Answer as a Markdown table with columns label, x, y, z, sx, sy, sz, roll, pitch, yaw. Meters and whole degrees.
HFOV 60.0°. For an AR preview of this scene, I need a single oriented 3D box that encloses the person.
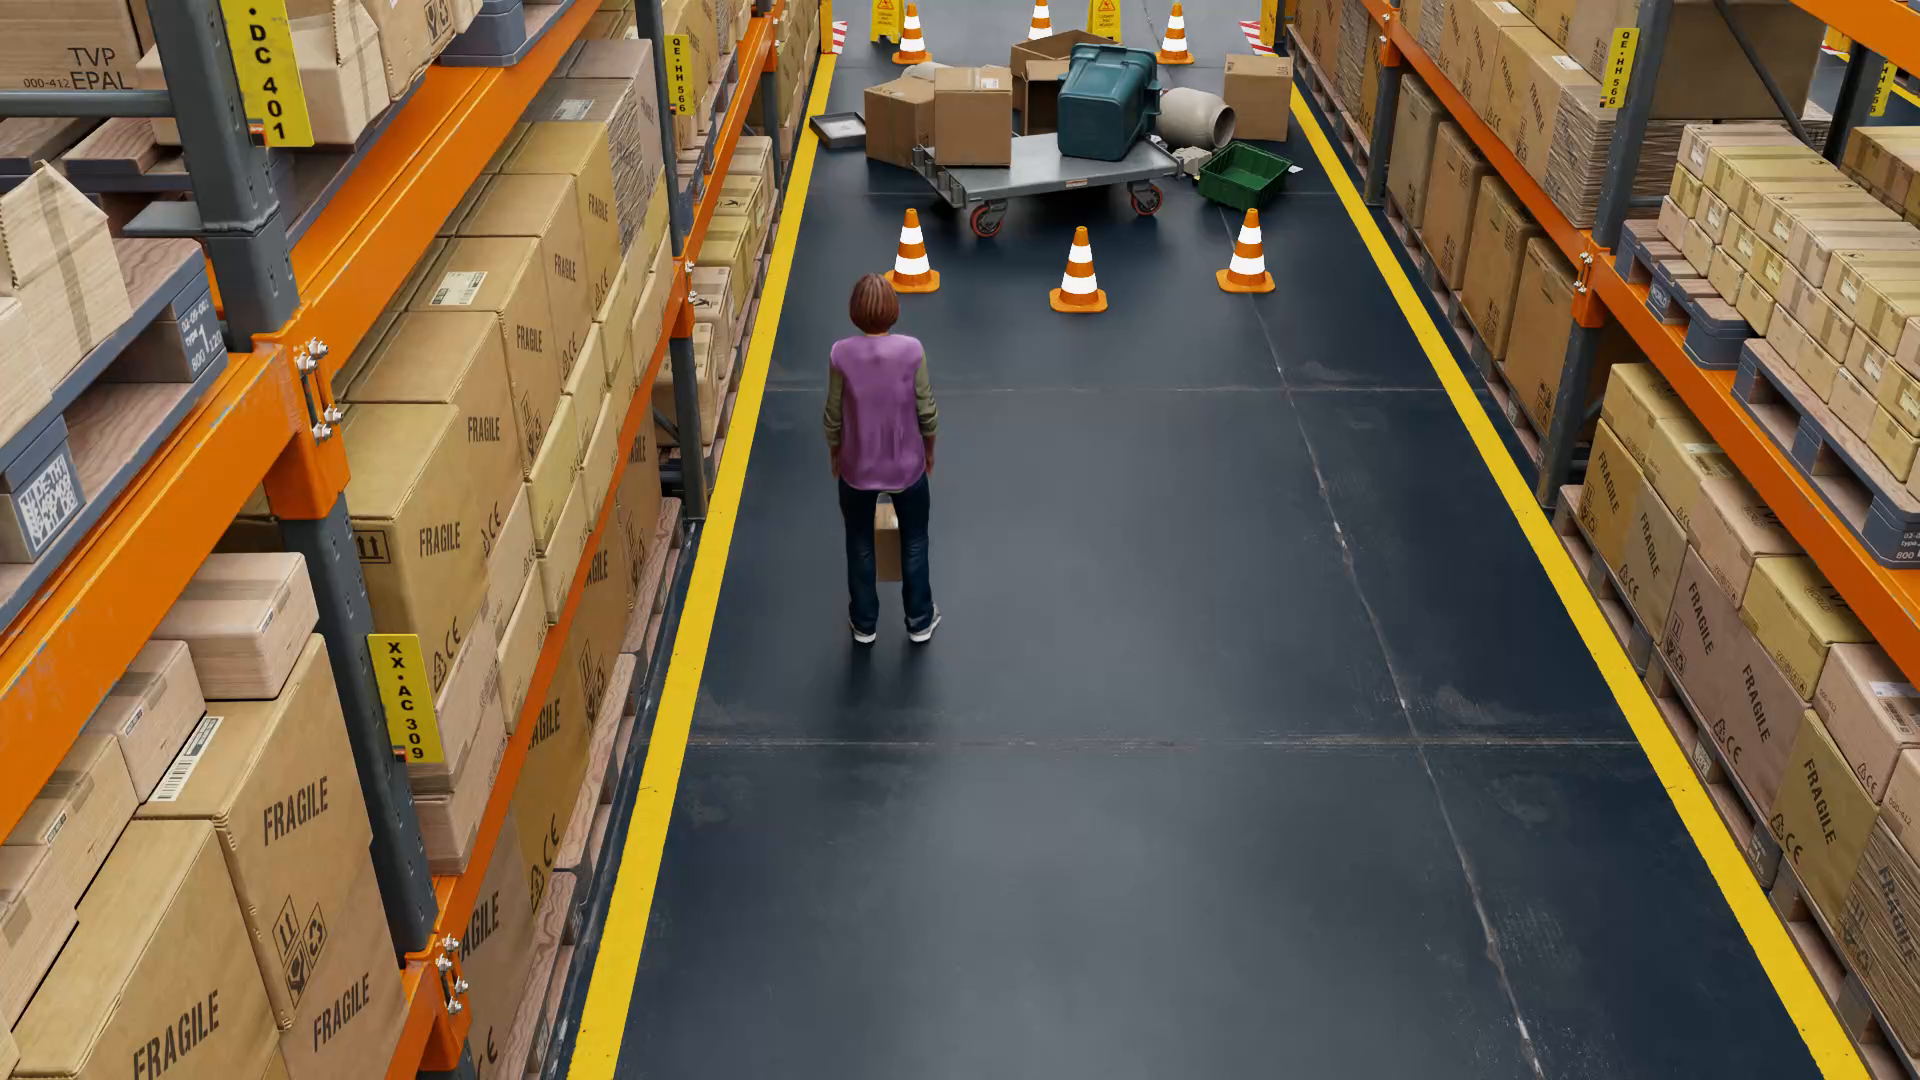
| label | x | y | z | sx | sy | sz | roll | pitch | yaw |
| --- | --- | --- | --- | --- | --- | --- | --- | --- | --- |
| person | -0.308 | -0.287 | 6.603 | 0.456 | 1.596 | 0.342 | -1 | 32 | -2 |
